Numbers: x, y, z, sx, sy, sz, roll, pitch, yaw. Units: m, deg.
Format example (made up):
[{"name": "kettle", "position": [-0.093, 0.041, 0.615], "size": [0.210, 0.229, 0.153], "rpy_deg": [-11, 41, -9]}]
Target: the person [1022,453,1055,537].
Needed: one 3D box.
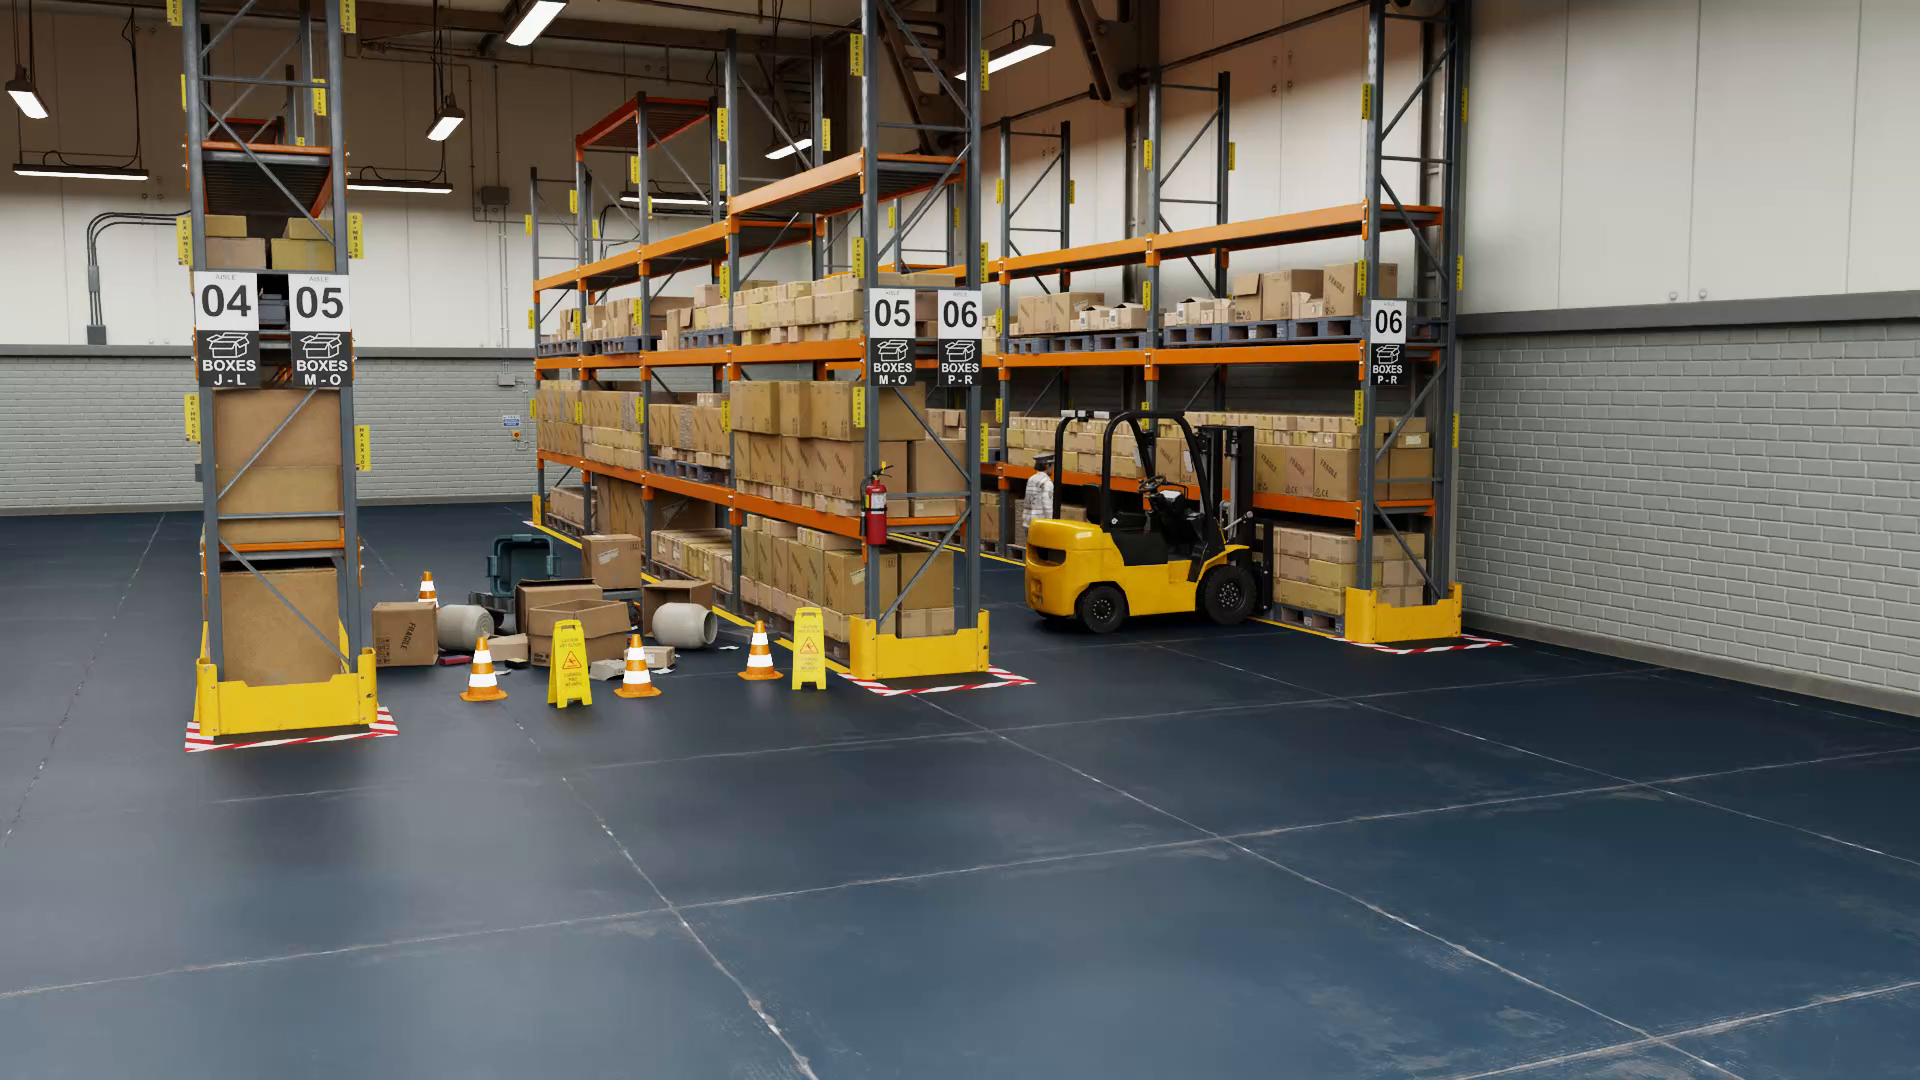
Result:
[{"name": "person", "position": [0.890, -0.120, 18.231], "size": [0.374, 1.664, 0.540], "rpy_deg": [-3, 6, -26]}]
